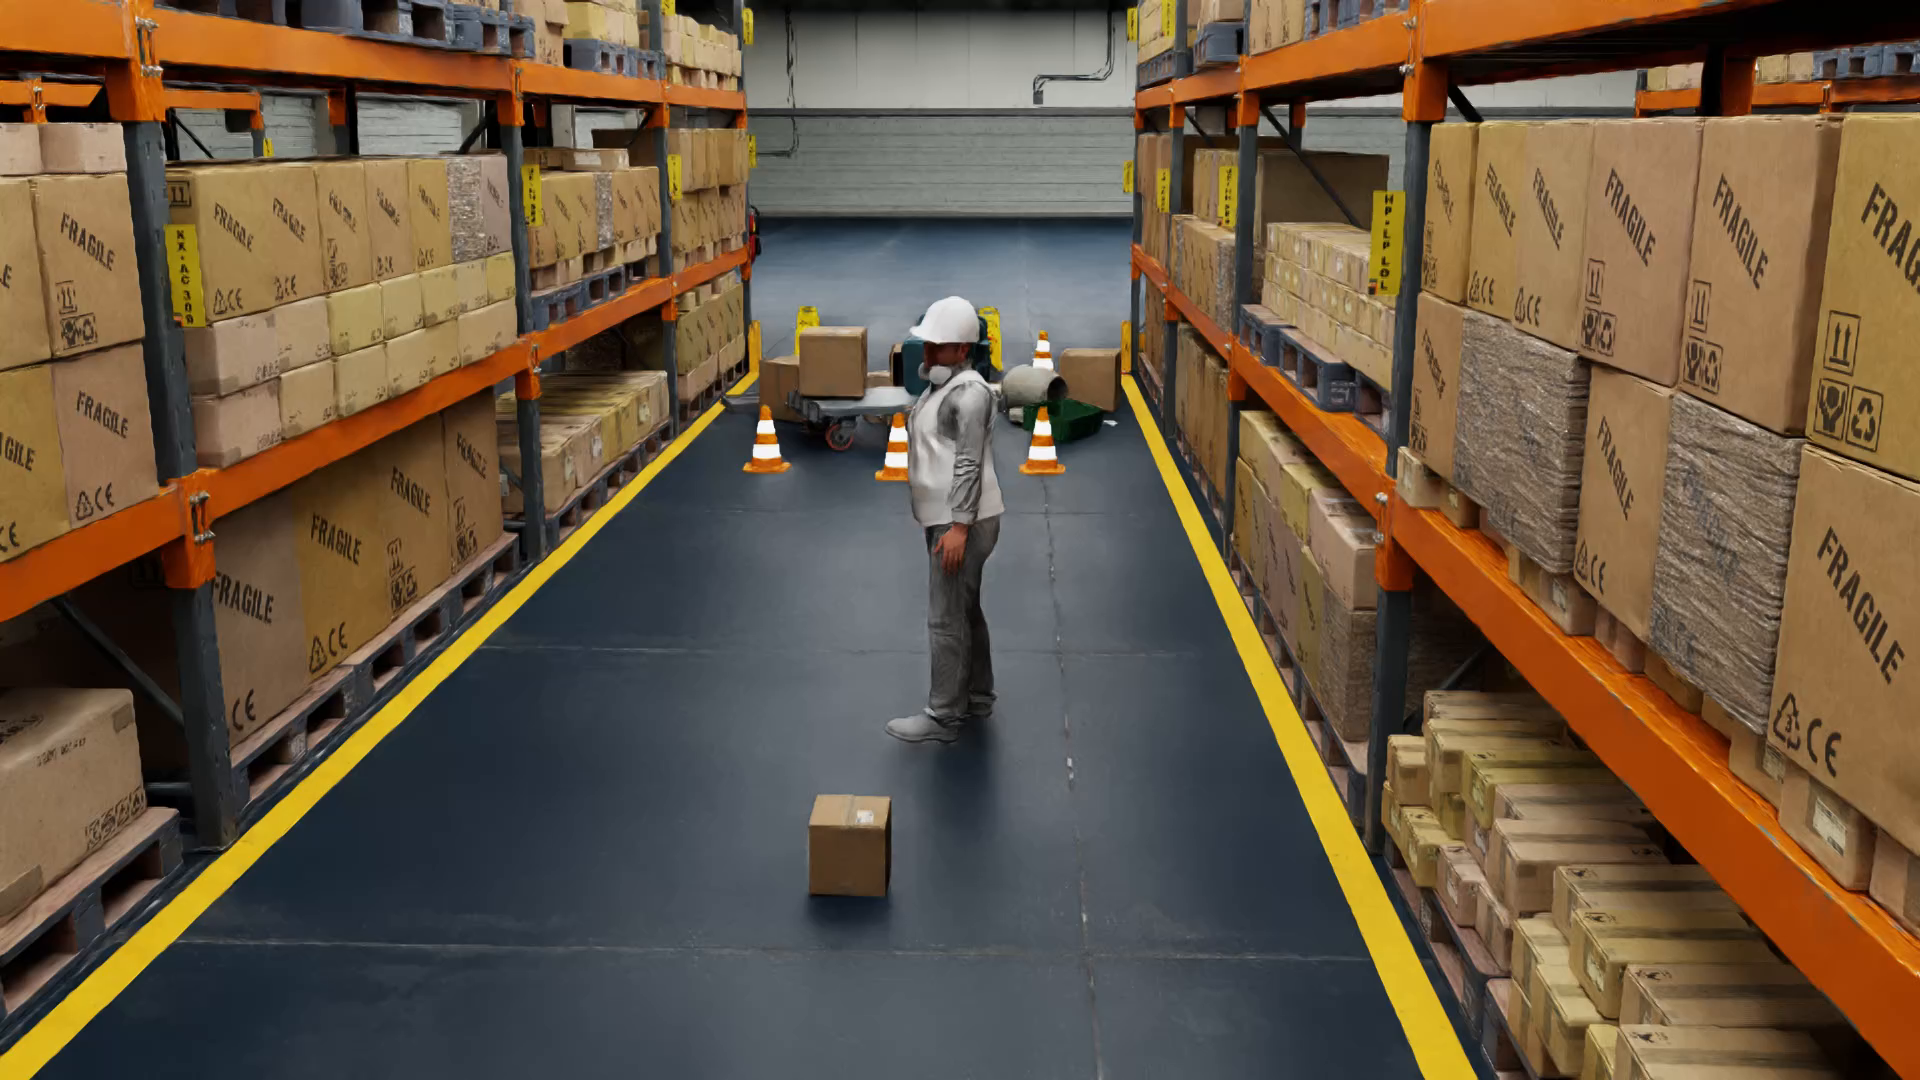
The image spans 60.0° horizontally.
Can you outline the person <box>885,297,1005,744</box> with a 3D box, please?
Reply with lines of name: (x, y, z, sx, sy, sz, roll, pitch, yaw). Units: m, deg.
person: (-0.076, -0.079, 6.666, 0.515, 1.765, 0.596, -3, 14, -11)
